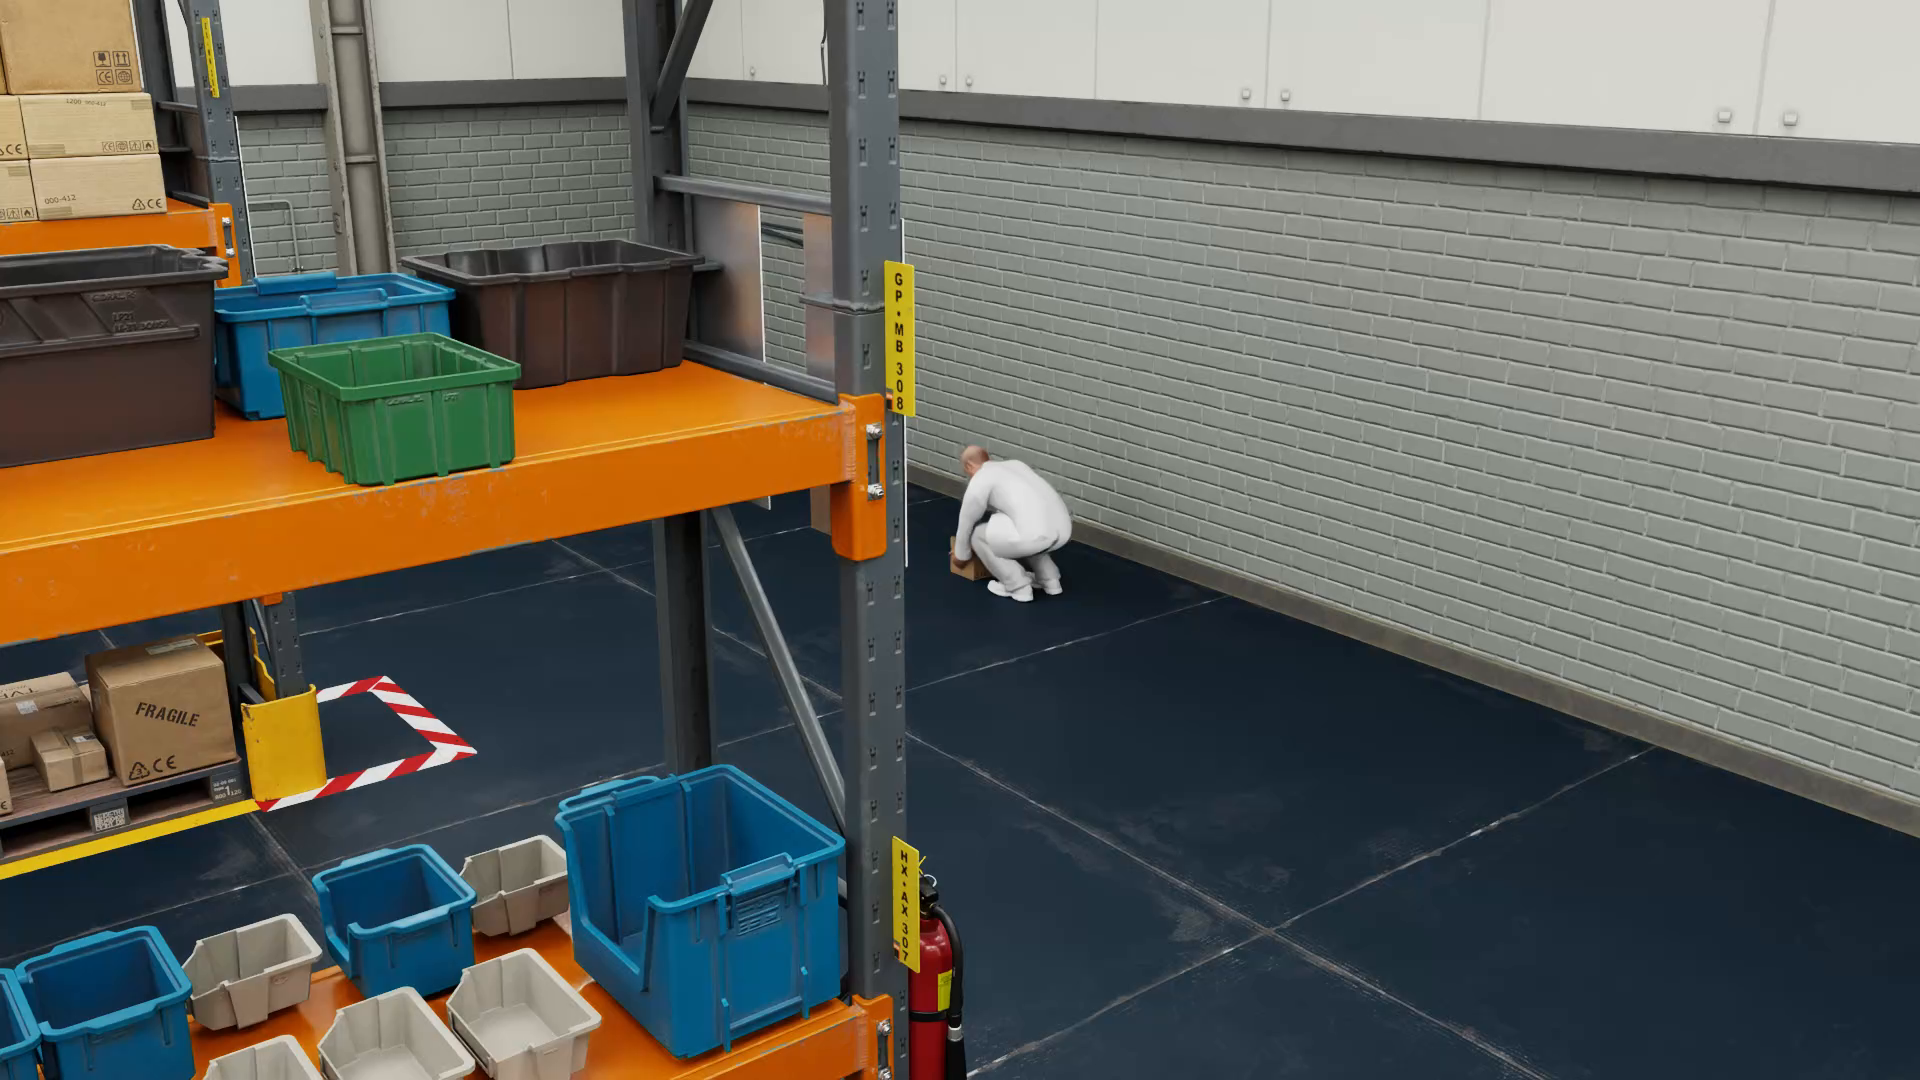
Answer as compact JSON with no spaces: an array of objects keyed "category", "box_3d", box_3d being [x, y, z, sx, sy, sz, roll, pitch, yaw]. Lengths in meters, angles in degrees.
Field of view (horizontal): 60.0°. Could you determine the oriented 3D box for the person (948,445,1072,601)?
[{"category":"person","box_3d":[0.334,-0.123,10.906,0.609,0.918,0.909,-13,22,-36]}]
